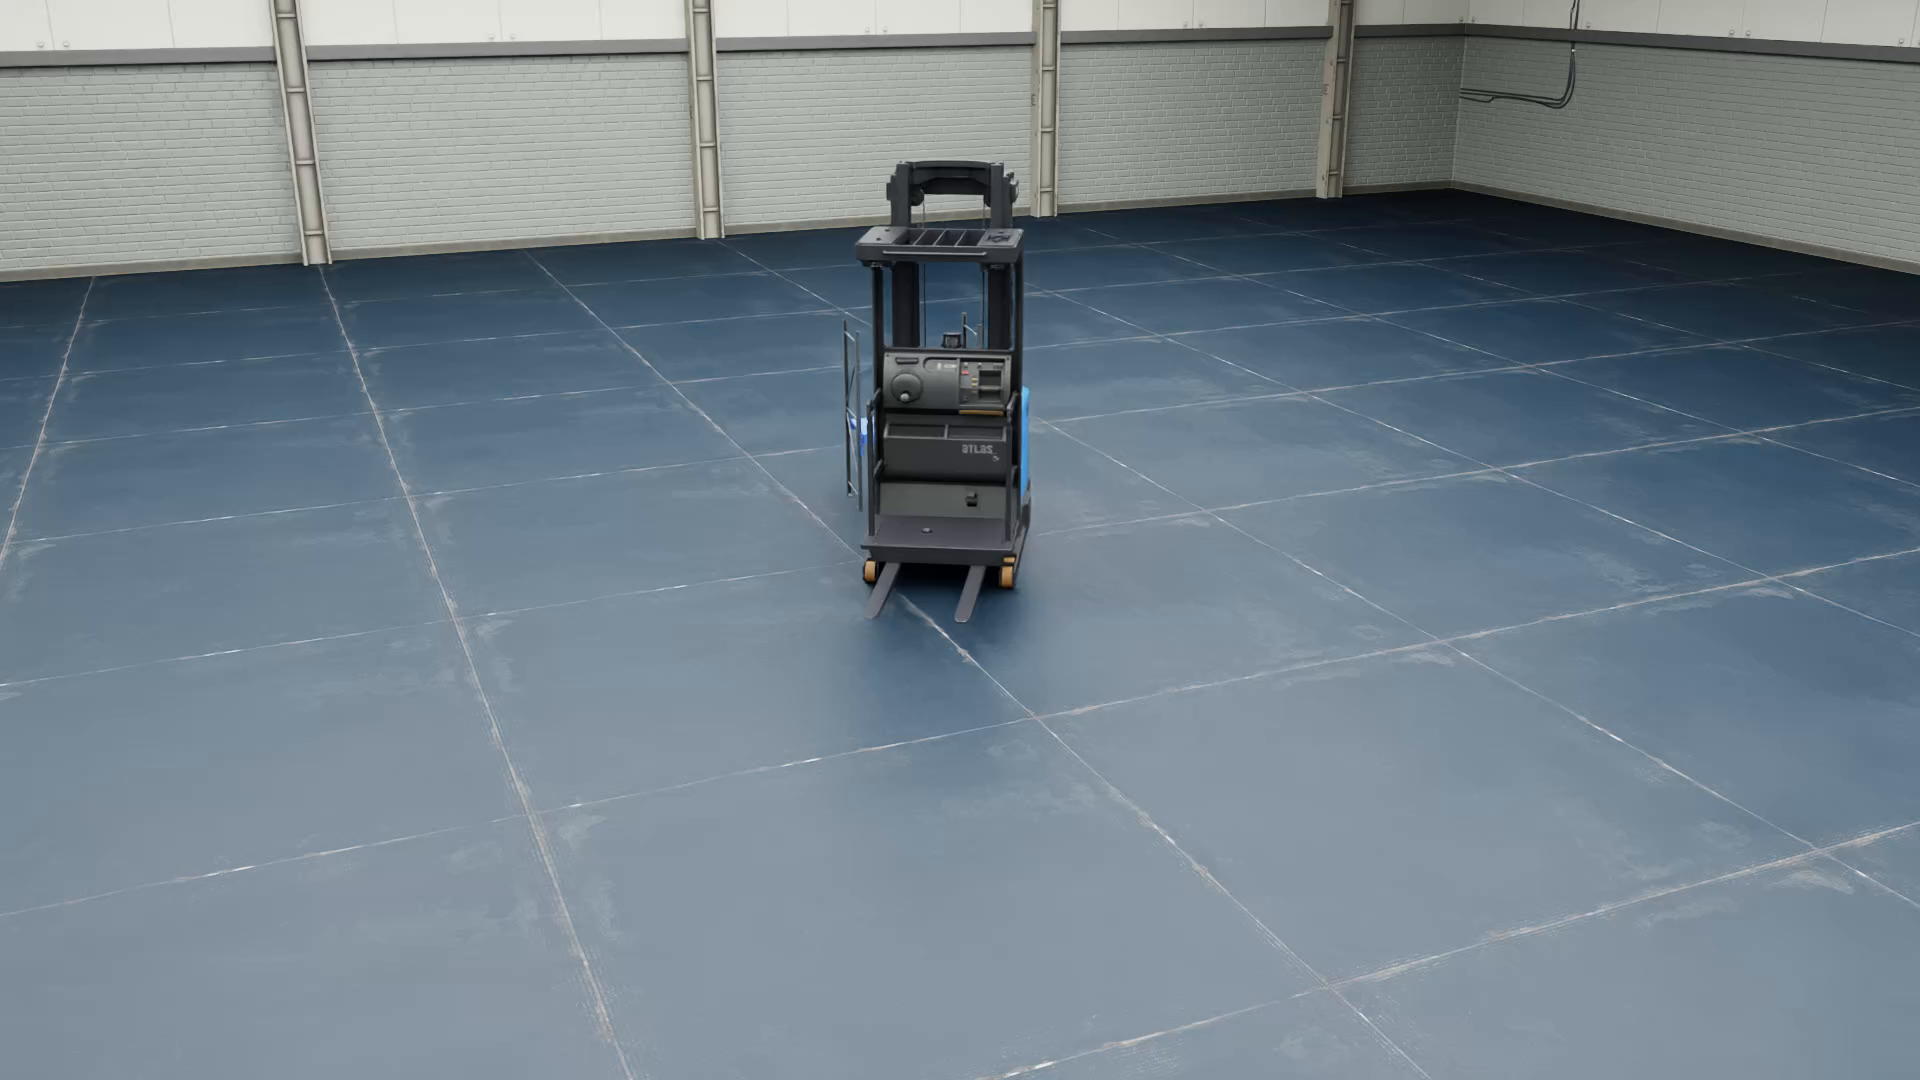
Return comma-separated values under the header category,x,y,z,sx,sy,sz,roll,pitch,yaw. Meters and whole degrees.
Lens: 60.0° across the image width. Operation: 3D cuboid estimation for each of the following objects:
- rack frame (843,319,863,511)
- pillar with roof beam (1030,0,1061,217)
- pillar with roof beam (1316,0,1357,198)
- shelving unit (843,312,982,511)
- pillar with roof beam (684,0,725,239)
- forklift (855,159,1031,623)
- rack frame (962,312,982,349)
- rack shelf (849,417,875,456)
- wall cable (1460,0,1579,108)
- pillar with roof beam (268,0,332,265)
category,x,y,z,sx,sy,sz,roll,pitch,yaw
rack frame,-0.883,-1.026,13.677,0.032,1.500,0.500,-5,20,-15
pillar with roof beam,3.169,-8.633,23.990,0.400,9.000,9.100,-8,21,-22
pillar with roof beam,8.678,-9.422,26.232,0.400,9.000,9.100,-8,21,-22
shelving unit,-0.393,-1.071,13.806,1.048,1.500,0.538,-5,20,-15
pillar with roof beam,-2.341,-7.843,21.749,0.400,9.000,9.100,-8,21,-22
forklift,-0.116,-1.149,11.873,1.130,2.935,3.031,2,20,6
rack frame,0.096,-1.117,13.935,0.032,1.500,0.500,-5,20,-15
rack shelf,-0.393,-0.902,13.866,1.000,0.185,0.538,-5,20,-15
wall cable,10.201,-9.255,30.432,0.112,2.526,3.097,-8,21,-22
pillar with roof beam,-7.850,-7.054,19.507,0.400,9.000,9.100,-8,21,-22
